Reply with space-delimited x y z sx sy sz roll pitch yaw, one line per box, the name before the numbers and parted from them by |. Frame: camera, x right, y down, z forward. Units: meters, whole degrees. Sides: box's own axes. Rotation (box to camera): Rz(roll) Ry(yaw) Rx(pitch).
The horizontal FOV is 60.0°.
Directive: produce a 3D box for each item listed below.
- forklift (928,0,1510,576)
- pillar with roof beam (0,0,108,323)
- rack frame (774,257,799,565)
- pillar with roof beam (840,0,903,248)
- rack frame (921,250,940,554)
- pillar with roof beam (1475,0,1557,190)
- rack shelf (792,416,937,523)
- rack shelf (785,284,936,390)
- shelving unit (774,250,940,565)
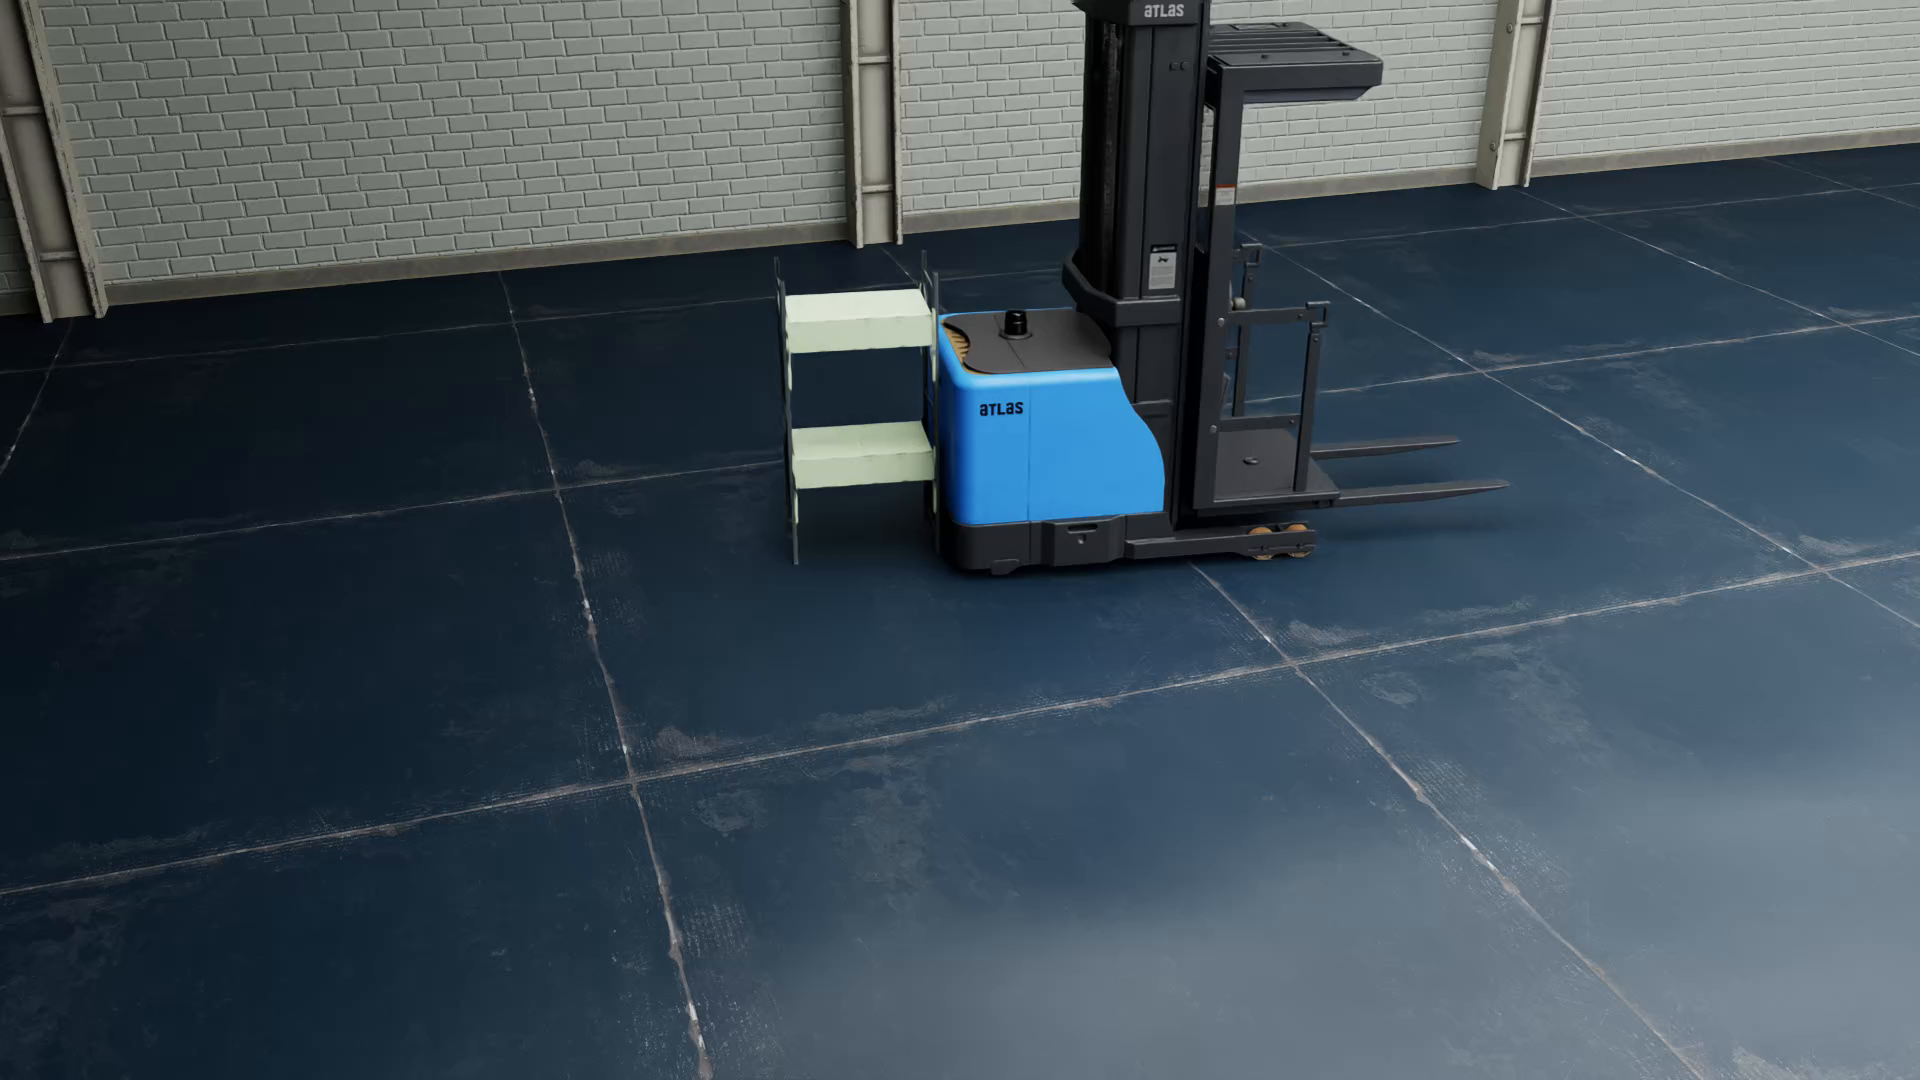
forklift | 1.378 -1.436 8.347 3.031 2.935 1.130 -4 27 -9
pillar with roof beam | -5.073 -3.851 6.388 0.400 9.000 9.100 -8 28 -16
rack frame | -0.870 -0.631 8.334 0.023 1.500 0.400 -4 27 -9
pillar with roof beam | 0.632 -4.678 8.052 0.400 9.000 9.100 -8 28 -16
rack frame | -0.148 -0.686 8.445 0.023 1.500 0.400 -4 27 -9
pillar with roof beam | 6.337 -5.504 9.717 0.400 9.000 9.100 -8 28 -16
rack shelf | -0.509 -0.366 8.534 0.720 0.370 0.431 -4 27 -9
rack shelf | -0.509 -1.008 8.216 0.720 0.370 0.431 -4 27 -9
shelving unit | -0.509 -0.658 8.390 0.755 1.500 0.431 -4 27 -9
